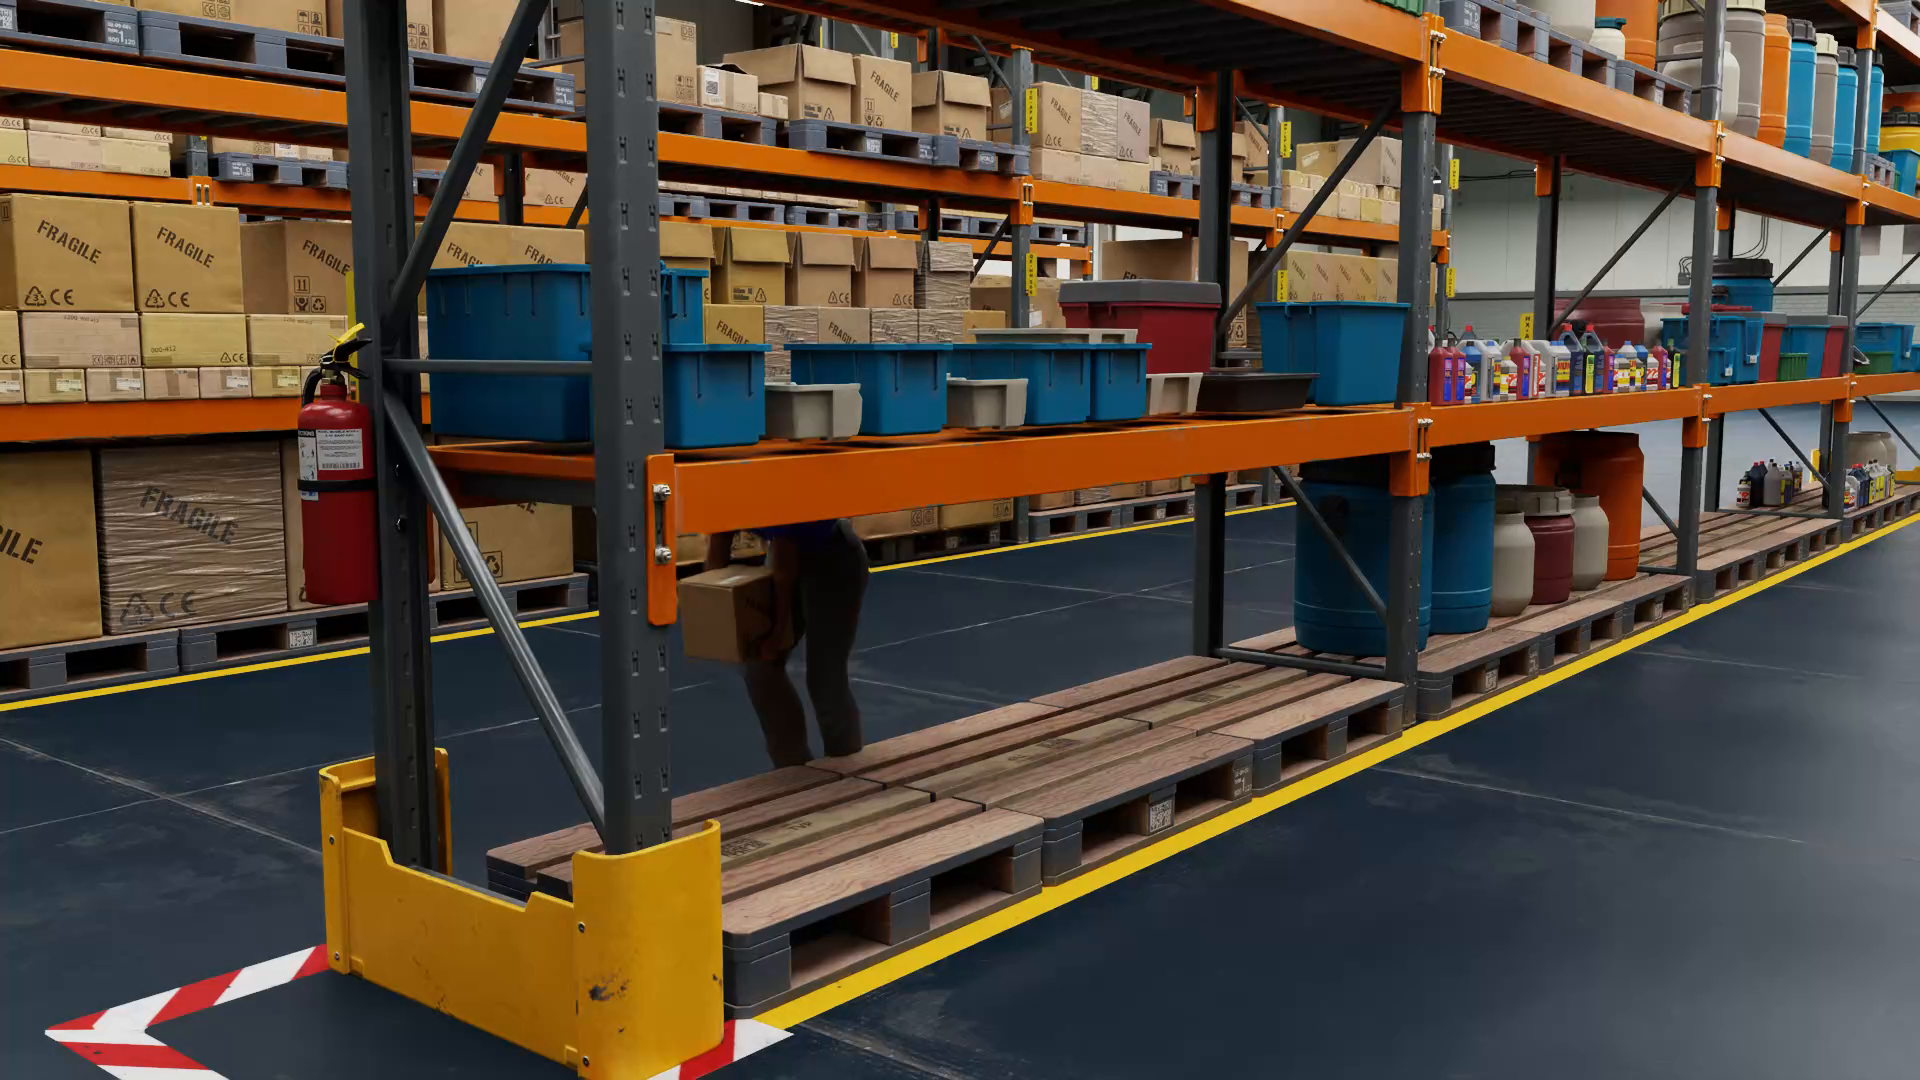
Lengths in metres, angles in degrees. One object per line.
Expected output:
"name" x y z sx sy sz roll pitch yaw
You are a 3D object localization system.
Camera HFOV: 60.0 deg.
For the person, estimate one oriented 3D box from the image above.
"person" -0.608 0.213 5.417 0.408 1.443 0.710 5 8 37
